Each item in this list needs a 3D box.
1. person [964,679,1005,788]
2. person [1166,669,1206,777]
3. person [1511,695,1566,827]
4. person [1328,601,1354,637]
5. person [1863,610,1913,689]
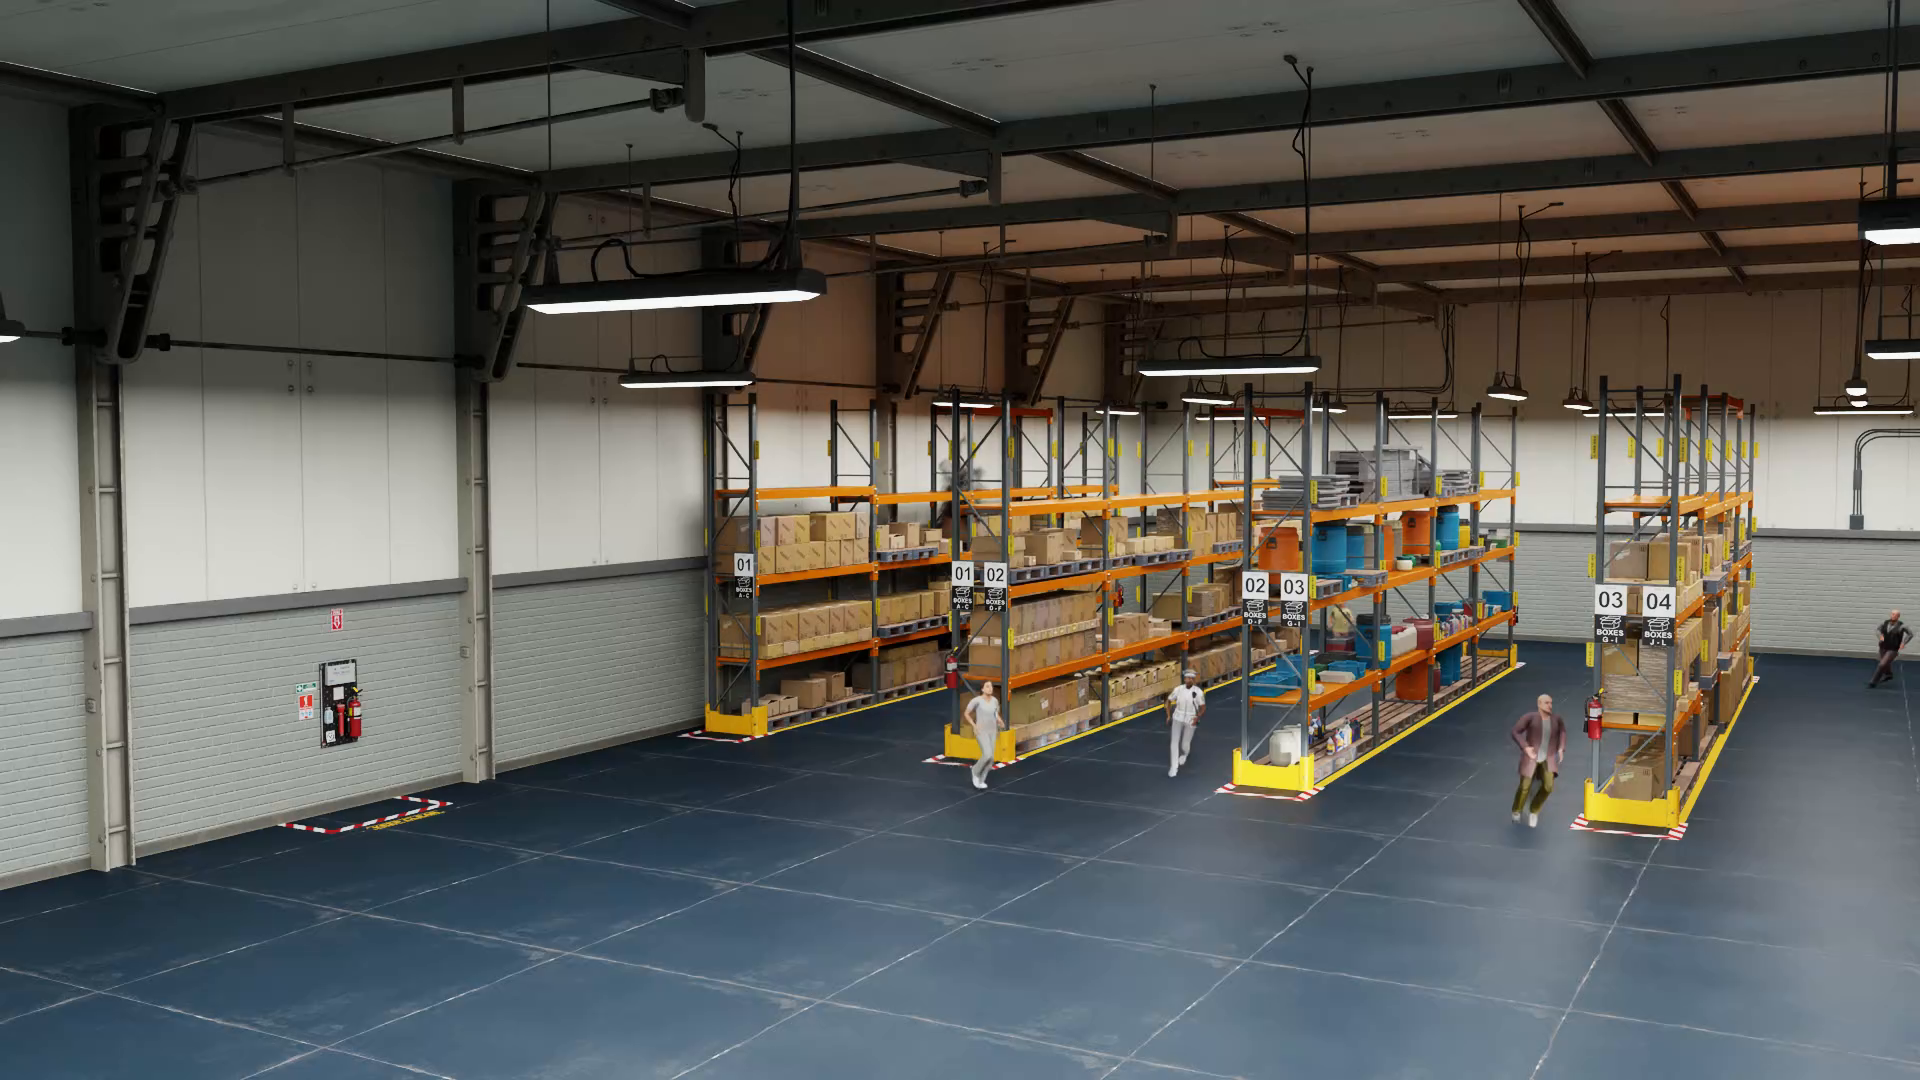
[{"bbox_3d":[0.396,2.854,24.431,0.537,1.626,0.573,-2,4,-34],"label":"person"},{"bbox_3d":[3.490,2.807,25.731,0.613,1.655,0.625,1,3,14],"label":"person"},{"bbox_3d":[7.748,2.943,22.209,0.775,1.765,0.684,0,3,3],"label":"person"},{"bbox_3d":[8.747,2.117,38.226,0.590,1.635,0.820,1,3,18],"label":"person"},{"bbox_3d":[19.473,2.283,34.818,0.993,1.673,0.743,-2,4,-30],"label":"person"}]
